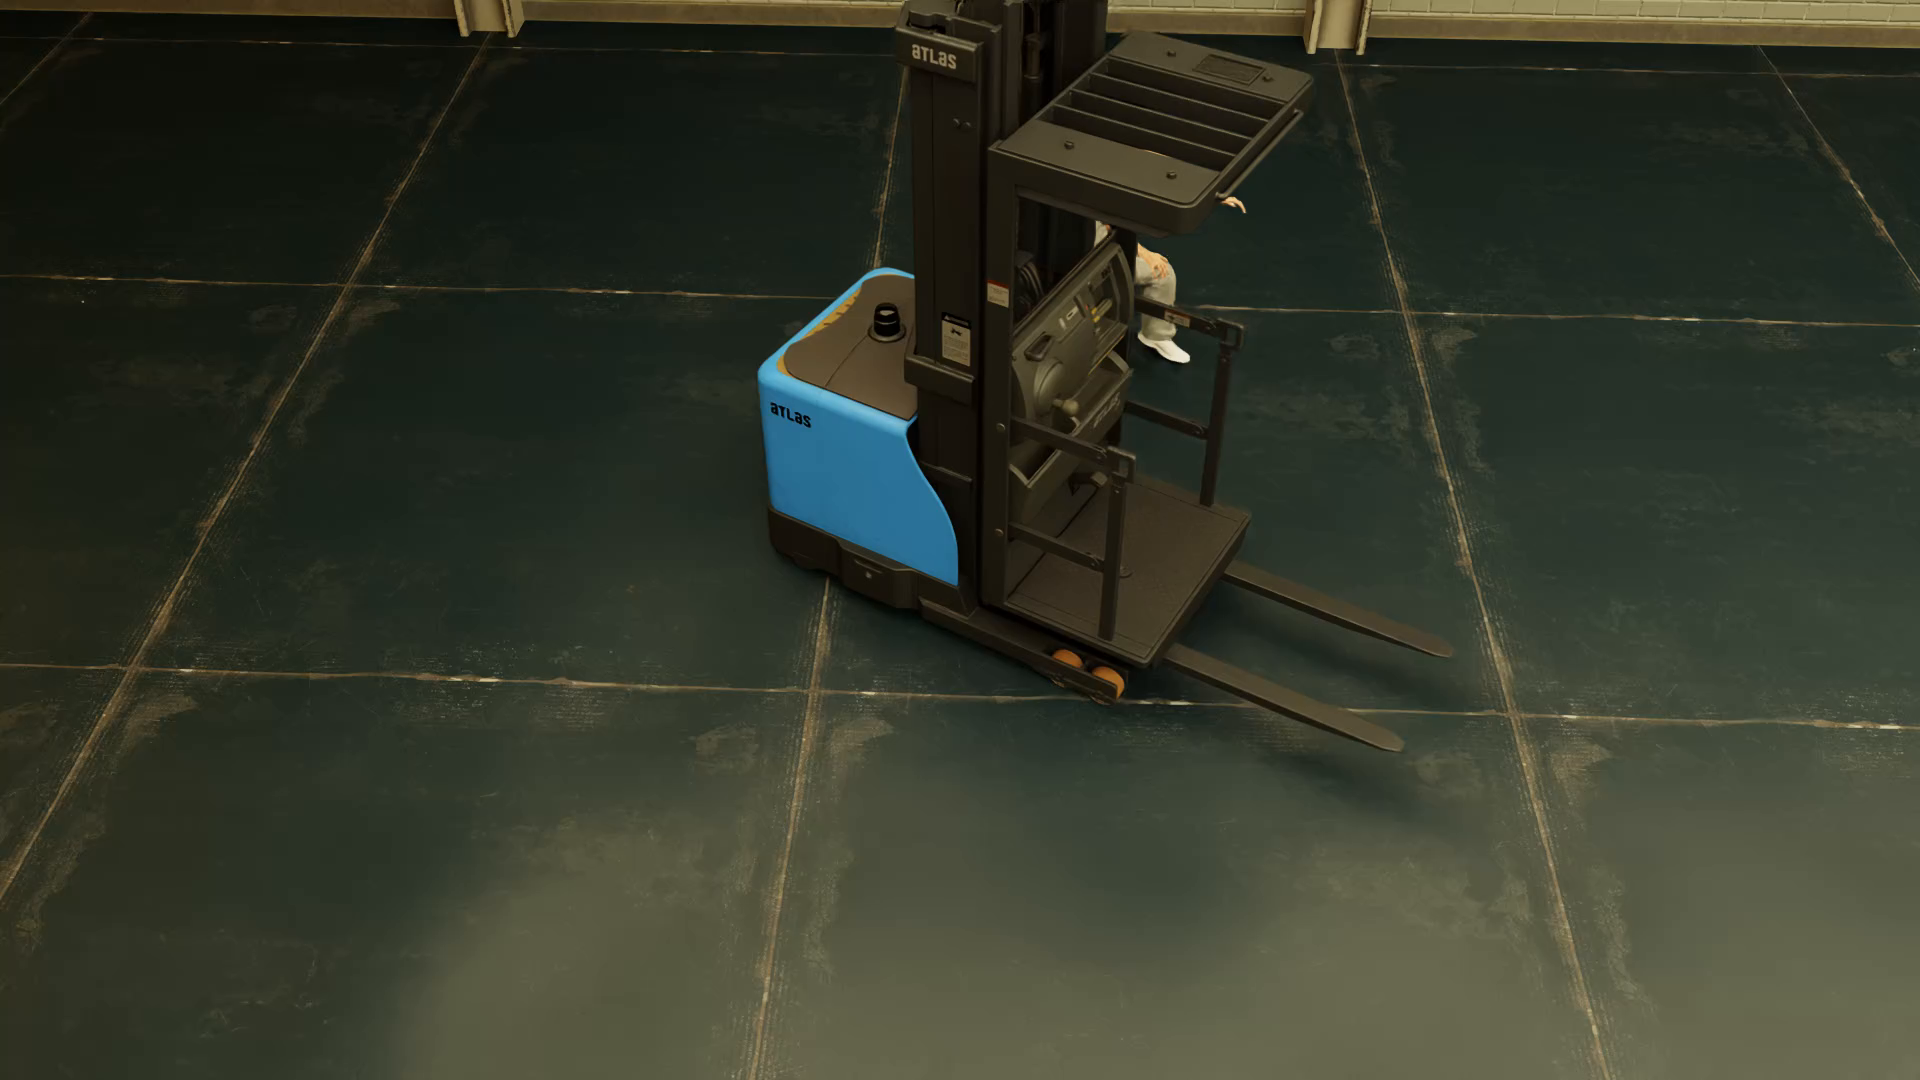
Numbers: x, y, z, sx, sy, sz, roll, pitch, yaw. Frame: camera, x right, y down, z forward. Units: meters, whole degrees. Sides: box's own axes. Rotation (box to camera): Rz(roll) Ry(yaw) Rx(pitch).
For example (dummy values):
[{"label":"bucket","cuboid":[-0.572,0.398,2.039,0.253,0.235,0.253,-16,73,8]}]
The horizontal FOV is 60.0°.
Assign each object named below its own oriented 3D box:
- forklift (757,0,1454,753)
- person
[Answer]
[{"label":"forklift","cuboid":[0.638,-0.788,6.606,3.031,2.935,1.130,22,47,22]},{"label":"person","cuboid":[0.966,-1.390,8.382,0.969,1.445,0.858,-4,43,-4]}]
